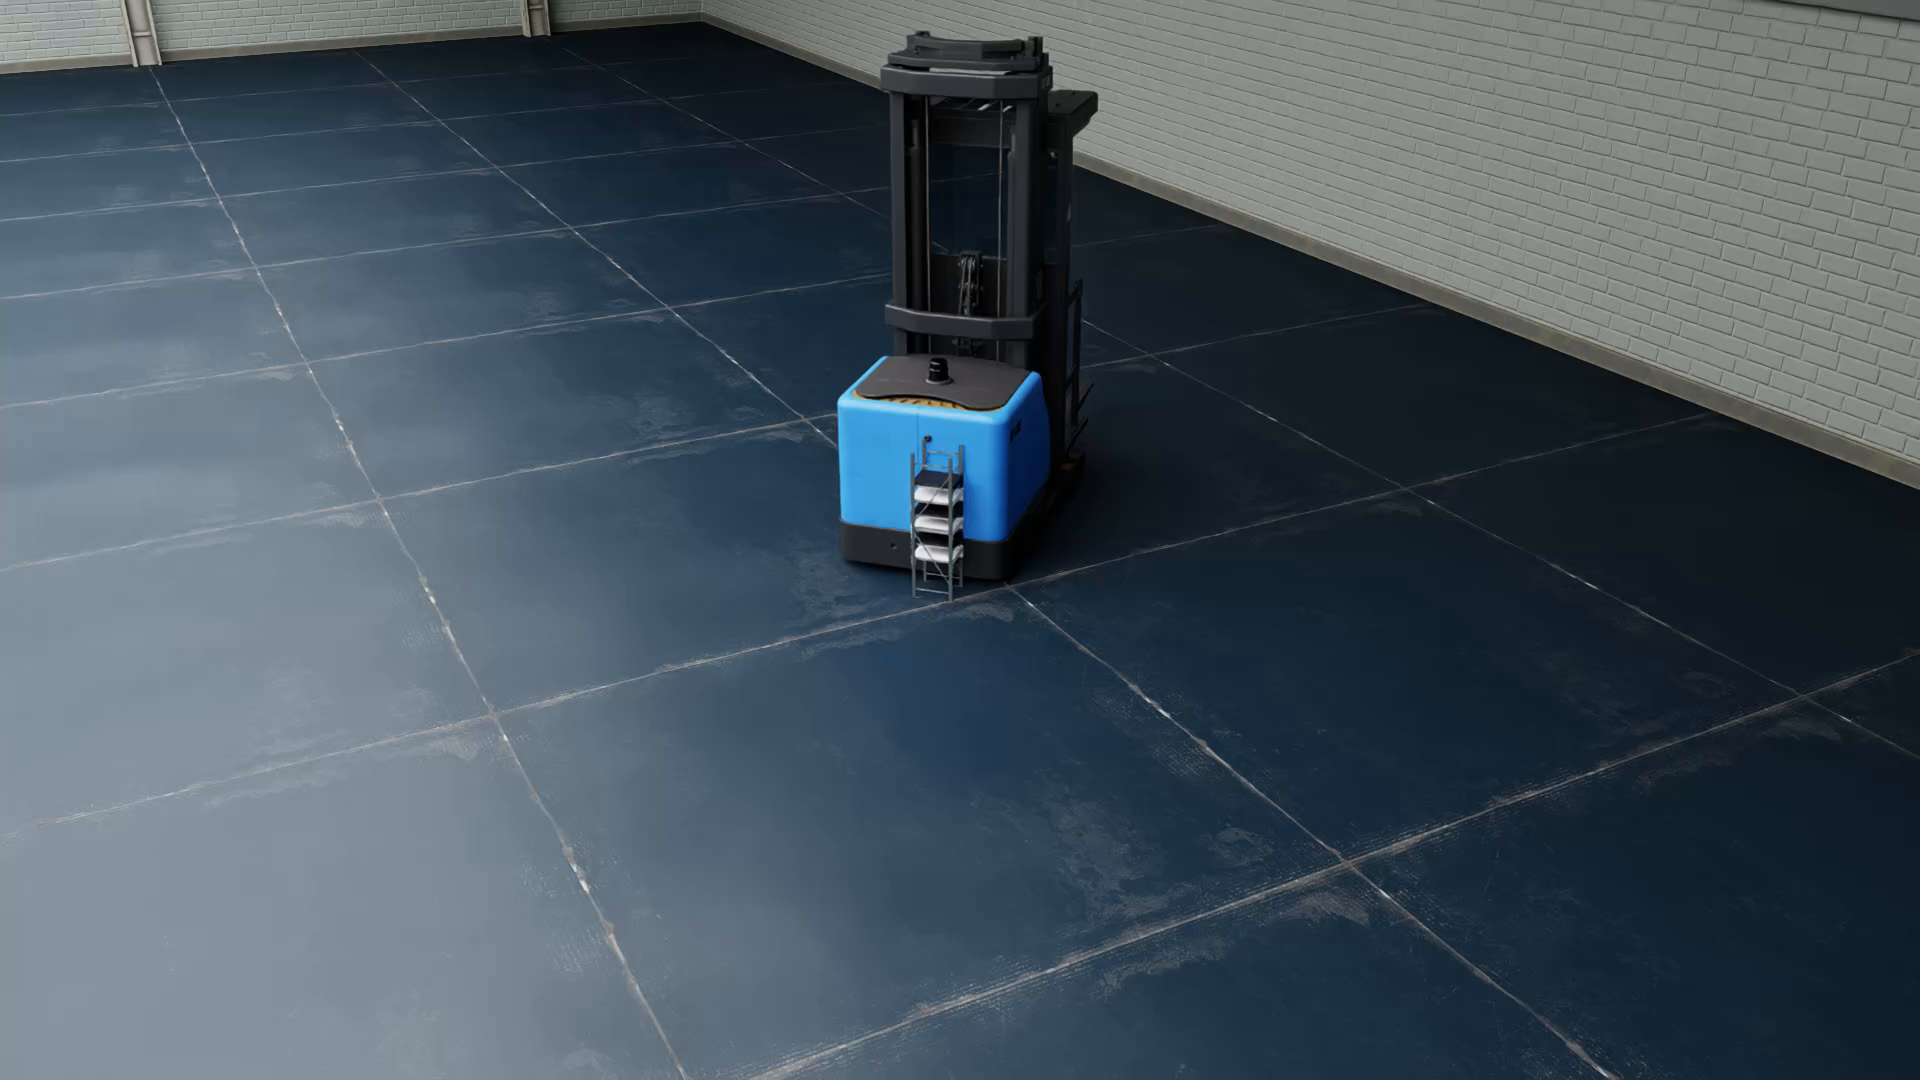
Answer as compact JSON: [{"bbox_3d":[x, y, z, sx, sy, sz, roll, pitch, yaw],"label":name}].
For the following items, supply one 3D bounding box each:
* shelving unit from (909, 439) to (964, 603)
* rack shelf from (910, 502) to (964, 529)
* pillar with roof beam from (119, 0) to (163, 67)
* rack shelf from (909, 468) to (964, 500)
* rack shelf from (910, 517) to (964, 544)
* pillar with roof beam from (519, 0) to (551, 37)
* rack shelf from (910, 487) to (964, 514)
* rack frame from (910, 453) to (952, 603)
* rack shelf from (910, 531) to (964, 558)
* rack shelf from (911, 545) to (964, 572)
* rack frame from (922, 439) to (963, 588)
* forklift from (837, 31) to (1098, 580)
[{"bbox_3d":[-0.129,-0.101,9.421,0.258,0.900,0.210,8,27,15],"label":"shelving unit"},{"bbox_3d":[-0.129,-0.152,9.397,0.258,0.077,0.200,8,27,15],"label":"rack shelf"},{"bbox_3d":[-10.369,-9.671,19.997,0.400,9.000,9.100,-13,29,-25],"label":"pillar with roof beam"},{"bbox_3d":[-0.129,-0.315,9.319,0.258,0.077,0.200,8,27,15],"label":"rack shelf"},{"bbox_3d":[-0.129,-0.071,9.436,0.258,0.077,0.200,8,27,15],"label":"rack shelf"},{"bbox_3d":[-5.075,-10.893,22.542,0.400,9.000,9.100,-13,29,-25],"label":"pillar with roof beam"},{"bbox_3d":[-0.129,-0.233,9.358,0.258,0.077,0.200,8,27,15],"label":"rack shelf"},{"bbox_3d":[-0.159,-0.059,9.334,0.240,0.900,0.006,8,27,15],"label":"rack frame"},{"bbox_3d":[-0.129,0.010,9.475,0.258,0.077,0.200,8,27,15],"label":"rack shelf"},{"bbox_3d":[-0.129,0.091,9.514,0.258,0.077,0.200,8,27,15],"label":"rack shelf"},{"bbox_3d":[-0.099,-0.143,9.509,0.240,0.900,0.006,8,27,15],"label":"rack frame"},{"bbox_3d":[0.205,-1.707,10.420,1.130,2.935,3.031,8,27,15],"label":"forklift"}]
